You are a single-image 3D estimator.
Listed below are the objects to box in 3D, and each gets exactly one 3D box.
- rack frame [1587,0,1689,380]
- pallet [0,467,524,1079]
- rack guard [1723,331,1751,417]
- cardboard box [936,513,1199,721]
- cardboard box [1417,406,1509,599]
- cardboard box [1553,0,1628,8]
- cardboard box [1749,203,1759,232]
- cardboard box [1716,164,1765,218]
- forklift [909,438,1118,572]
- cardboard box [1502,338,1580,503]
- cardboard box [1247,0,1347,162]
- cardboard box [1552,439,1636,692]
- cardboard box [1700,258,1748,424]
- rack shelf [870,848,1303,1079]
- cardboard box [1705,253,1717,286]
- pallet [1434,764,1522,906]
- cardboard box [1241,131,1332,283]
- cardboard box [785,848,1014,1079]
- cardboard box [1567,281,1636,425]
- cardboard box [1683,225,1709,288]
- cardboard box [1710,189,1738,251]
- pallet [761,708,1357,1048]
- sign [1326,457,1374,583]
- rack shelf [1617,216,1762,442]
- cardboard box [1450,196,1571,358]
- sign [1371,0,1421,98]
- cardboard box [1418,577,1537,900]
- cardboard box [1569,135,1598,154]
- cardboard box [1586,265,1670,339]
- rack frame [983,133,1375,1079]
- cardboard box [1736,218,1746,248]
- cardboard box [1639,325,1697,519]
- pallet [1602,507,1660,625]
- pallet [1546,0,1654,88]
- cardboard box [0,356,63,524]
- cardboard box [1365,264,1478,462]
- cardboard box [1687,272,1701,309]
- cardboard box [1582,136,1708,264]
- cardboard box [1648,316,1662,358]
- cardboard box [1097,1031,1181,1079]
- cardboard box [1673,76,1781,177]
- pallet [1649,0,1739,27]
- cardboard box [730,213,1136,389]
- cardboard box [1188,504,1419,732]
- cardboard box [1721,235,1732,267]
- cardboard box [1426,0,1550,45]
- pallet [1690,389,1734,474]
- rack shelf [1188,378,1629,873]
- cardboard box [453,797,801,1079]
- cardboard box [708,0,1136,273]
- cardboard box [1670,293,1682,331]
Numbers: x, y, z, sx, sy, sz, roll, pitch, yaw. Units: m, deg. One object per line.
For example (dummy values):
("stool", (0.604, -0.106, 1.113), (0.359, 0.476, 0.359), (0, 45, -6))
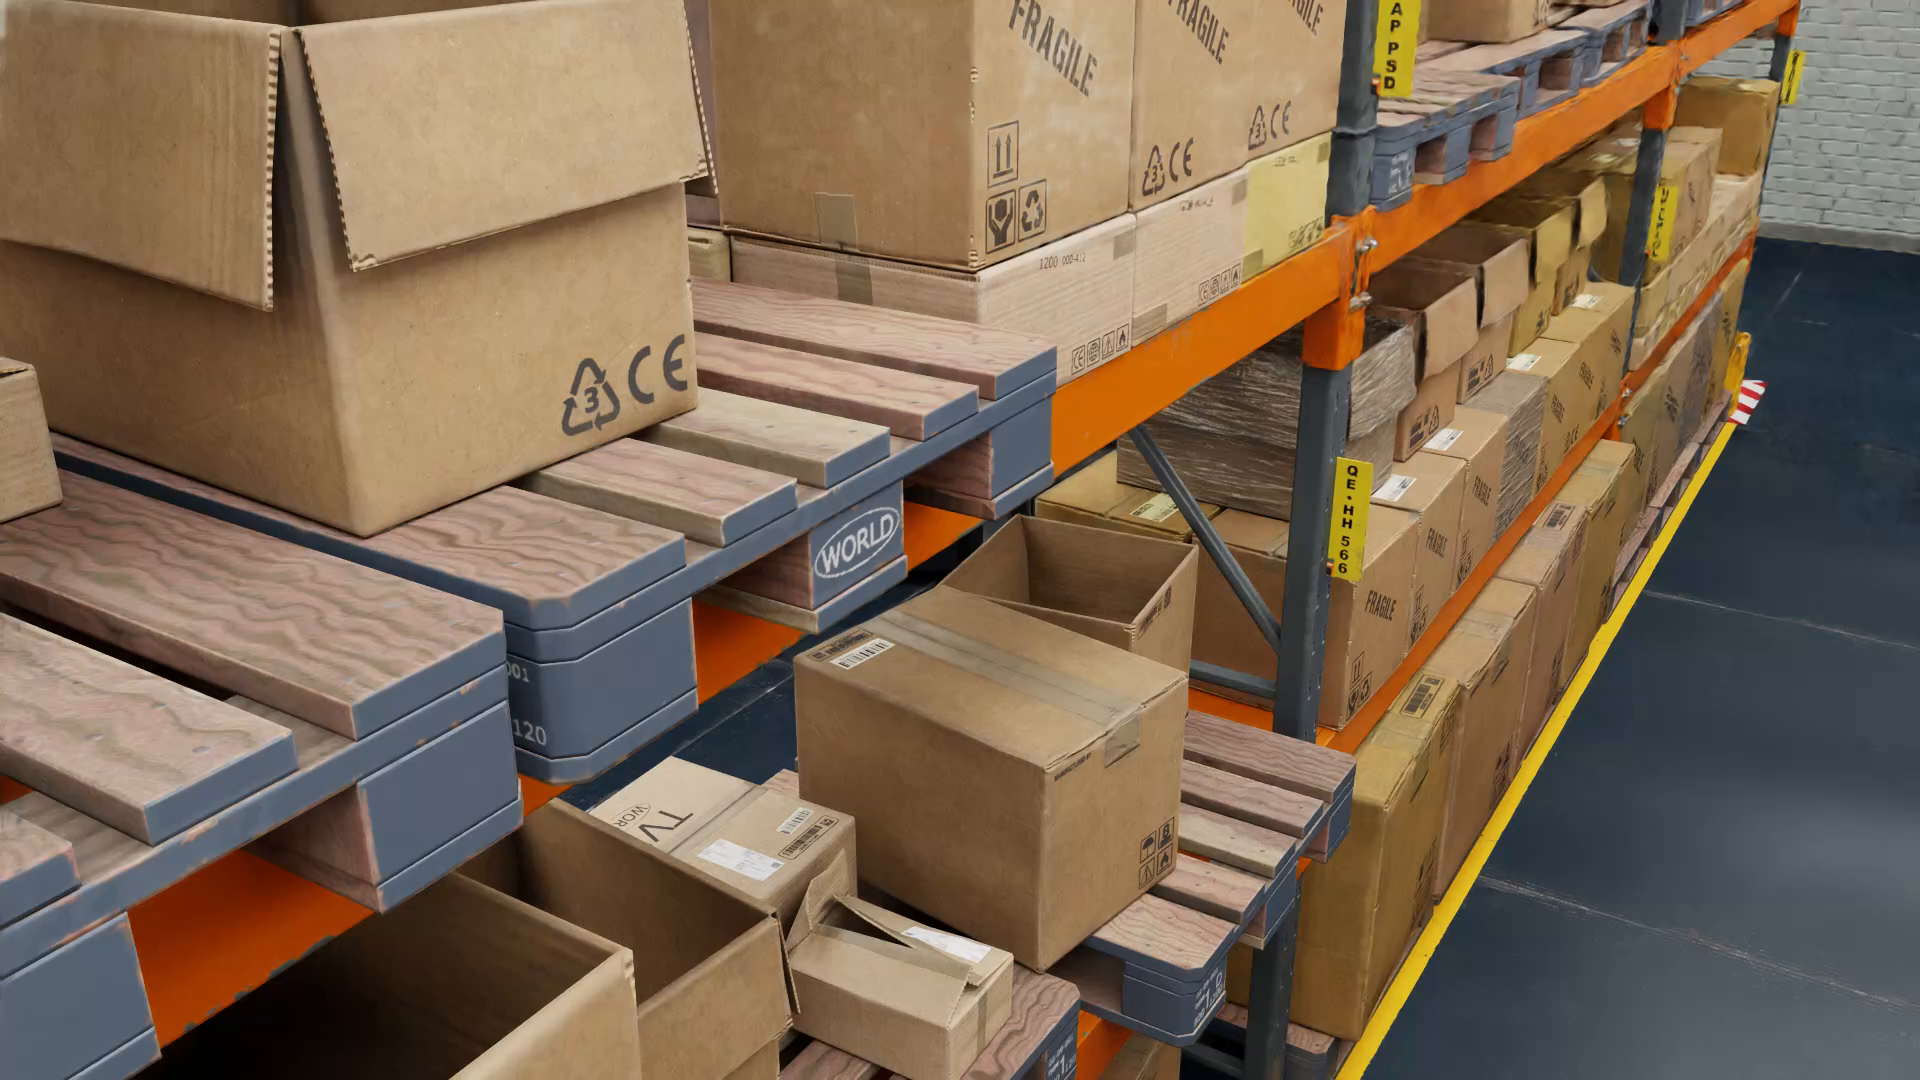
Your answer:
("rack frame", (2.632, -1.016, 7.820), (1.000, 3.000, 0.127), (14, 27, 29))
("pallet", (-1.172, 0.208, 1.454), (1.213, 0.211, 1.003), (14, 27, 29))
("rack guard", (4.754, -1.227, 11.454), (1.175, 0.500, 0.348), (14, 27, 29))
("cardboard box", (0.271, 0.286, 4.158), (0.500, 0.500, 0.500), (10, 25, 23))
("cardboard box", (1.547, -0.167, 5.733), (0.500, 0.500, 0.500), (13, 27, 28))
("cardboard box", (2.334, -2.433, 6.664), (0.700, 0.500, 0.500), (15, 27, 30))
("cardboard box", (4.833, -2.061, 10.552), (0.380, 0.149, 0.250), (14, 27, 30))
("cardboard box", (4.711, -2.214, 10.403), (0.500, 0.250, 0.500), (13, 27, 28))
("forklift", (0.689, -1.359, 8.699), (3.031, 2.935, 1.130), (-1, 23, -3))
("cardboard box", (2.080, -0.503, 6.510), (0.500, 0.500, 0.500), (14, 27, 28))
("cardboard box", (0.482, -1.104, 3.494), (0.500, 0.500, 0.500), (15, 27, 30))
("cardboard box", (2.311, -0.013, 7.650), (1.225, 0.875, 0.875), (14, 27, 29))
("cardboard box", (4.472, -1.351, 10.740), (0.875, 0.875, 0.875), (14, 27, 29))
("rack shelf", (-0.533, 1.340, 3.285), (1.077, 0.370, 4.000), (14, 27, 29))
("cardboard box", (4.027, -1.545, 9.360), (0.380, 0.149, 0.250), (14, 27, 30))
("pallet", (1.646, 0.954, 6.781), (1.003, 0.211, 1.213), (14, 27, 29))
("cardboard box", (0.479, -0.761, 3.646), (0.500, 0.250, 0.500), (14, 27, 29))
("cardboard box", (-0.129, 0.823, 3.214), (0.396, 0.266, 0.258), (13, 27, 27))
("cardboard box", (2.617, -0.846, 7.304), (0.500, 0.500, 0.500), (14, 27, 29))
("cardboard box", (3.637, -1.530, 8.822), (0.500, 0.250, 0.500), (15, 27, 30))
("cardboard box", (4.175, -1.871, 9.611), (0.500, 0.250, 0.500), (13, 27, 27))
("pallet", (0.236, 0.685, 4.133), (1.213, 0.211, 1.003), (14, 27, 29))
("sign", (0.988, -0.050, 4.232), (0.100, 0.325, 0.005), (14, 27, 29))
("rack shelf", (3.687, -1.360, 9.523), (1.077, 0.370, 4.000), (14, 27, 29))
("cardboard box", (1.930, -1.075, 6.570), (0.797, 0.503, 0.637), (14, 27, 30))
("sign", (0.982, -1.165, 3.739), (0.100, 0.325, 0.005), (14, 27, 29))
("cardboard box", (1.380, 0.589, 6.260), (1.225, 0.875, 0.875), (14, 27, 29))
("cardboard box", (2.915, -1.807, 8.519), (0.500, 0.500, 0.500), (14, 27, 29))
("cardboard box", (3.102, -1.187, 8.031), (0.500, 0.250, 0.500), (13, 27, 28))
("rack frame", (0.522, 0.334, 4.702), (1.000, 3.000, 0.127), (14, 27, 29))
("cardboard box", (4.564, -1.888, 10.152), (0.380, 0.149, 0.250), (14, 27, 29))
("cardboard box", (3.522, -0.743, 9.337), (0.875, 0.875, 0.875), (14, 27, 29))
("pallet", (3.099, 0.024, 8.929), (1.003, 0.211, 1.213), (14, 27, 29))
("pallet", (2.190, -1.985, 6.524), (0.805, 0.209, 1.217), (13, 26, 27))
("cardboard box", (-1.177, -0.161, 1.712), (0.396, 0.266, 0.258), (15, 28, 31))
("cardboard box", (1.267, -0.635, 5.552), (0.797, 0.503, 0.637), (15, 27, 30))
("cardboard box", (3.753, -1.368, 8.951), (0.380, 0.149, 0.250), (14, 27, 30))
("cardboard box", (3.368, -1.700, 8.272), (0.500, 0.500, 0.500), (14, 27, 29))
("cardboard box", (3.209, -1.019, 8.145), (0.380, 0.149, 0.250), (13, 27, 27))
("cardboard box", (0.185, 1.510, 4.579), (0.700, 0.500, 0.500), (12, 26, 26))
("cardboard box", (4.708, -2.558, 10.254), (0.500, 0.500, 0.500), (14, 27, 30))
("pallet", (3.072, -2.625, 7.875), (1.003, 0.211, 1.213), (14, 27, 29))
("cardboard box", (-0.038, -0.422, 2.863), (0.500, 0.250, 0.500), (15, 27, 30))
("cardboard box", (1.009, 0.182, 4.929), (0.500, 0.500, 0.500), (15, 27, 30))
("cardboard box", (4.296, -1.716, 9.755), (0.380, 0.149, 0.250), (13, 27, 28))
("cardboard box", (1.581, -1.976, 5.605), (0.797, 0.503, 0.637), (13, 27, 28))
("pallet", (4.386, -0.800, 10.832), (1.003, 0.211, 1.213), (14, 27, 29))
("rack shelf", (1.577, -0.010, 6.404), (1.077, 0.370, 4.000), (14, 27, 29))
("cardboard box", (-0.752, 0.840, 2.875), (0.797, 0.503, 0.637), (17, 29, 34))
("cardboard box", (-0.053, -0.765, 2.710), (0.500, 0.500, 0.500), (14, 27, 30))
("cardboard box", (3.484, -1.197, 8.556), (0.380, 0.149, 0.250), (13, 27, 28))
